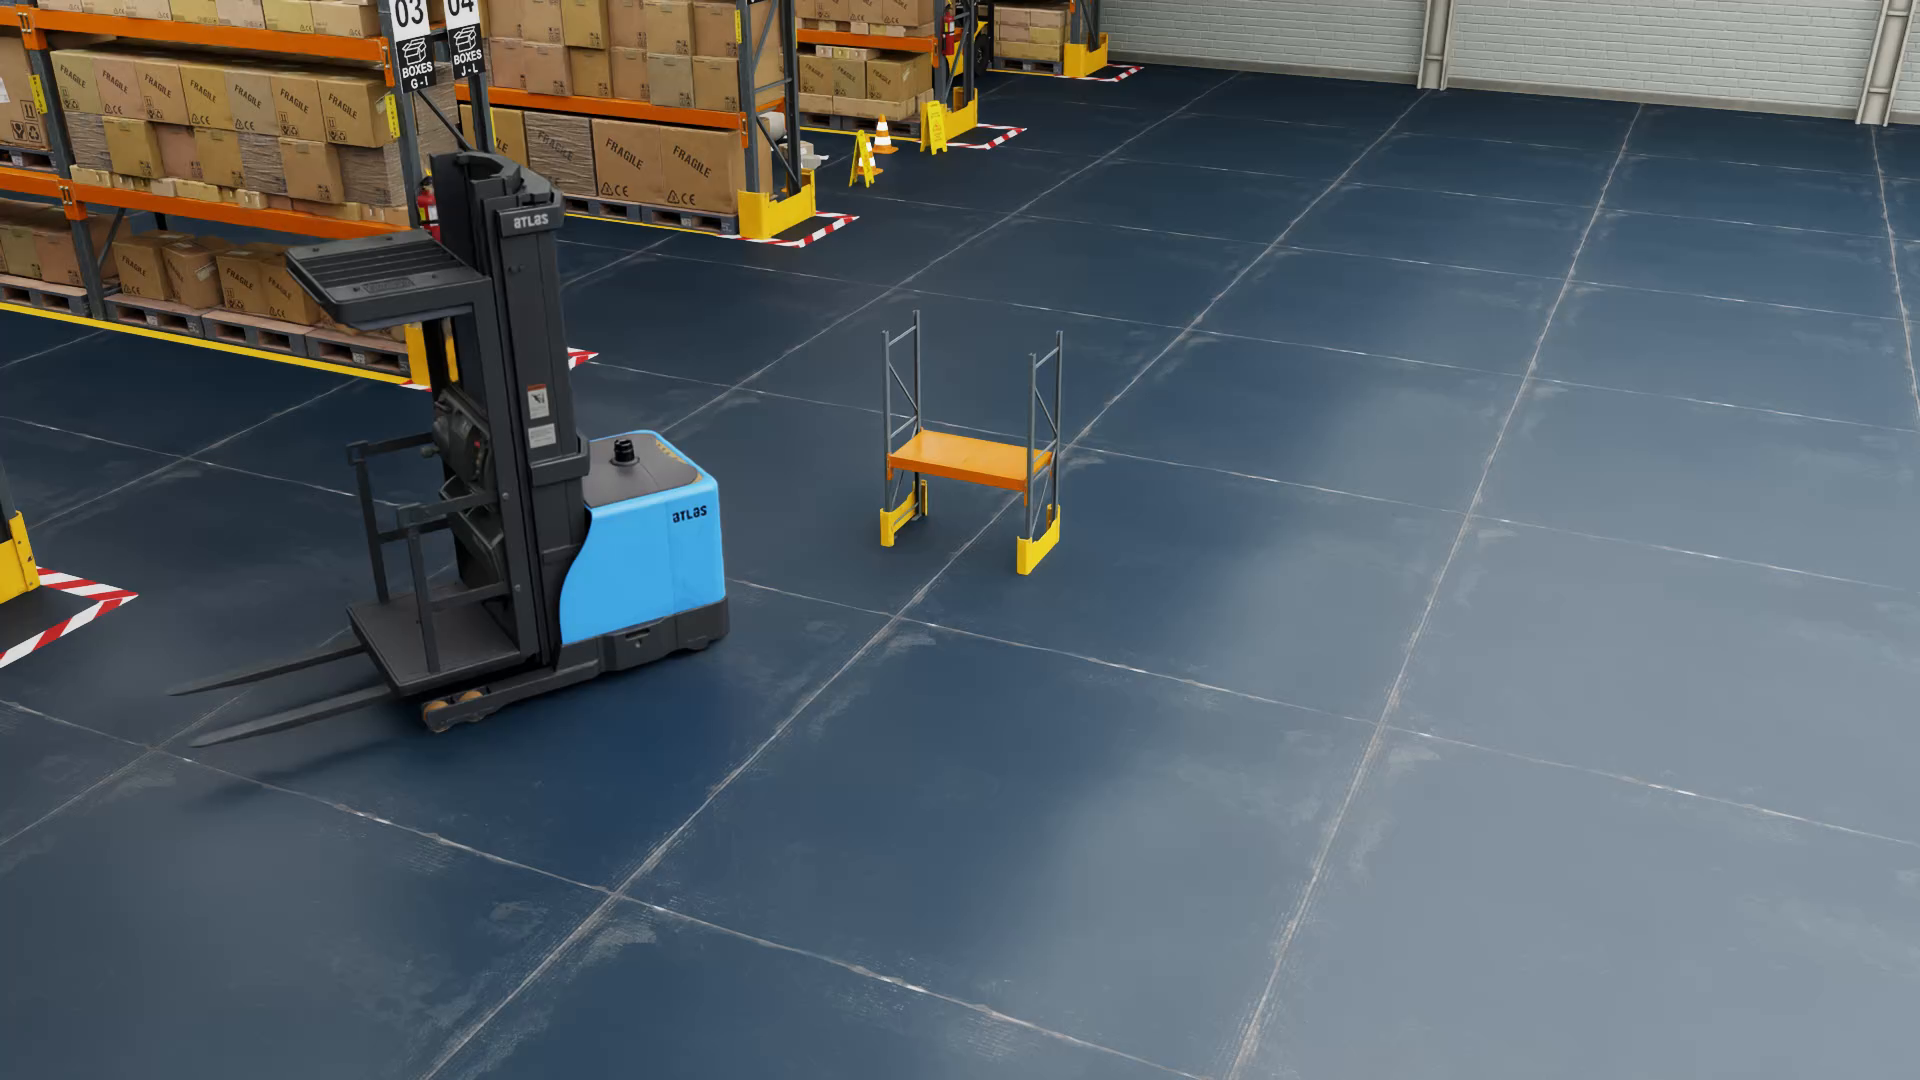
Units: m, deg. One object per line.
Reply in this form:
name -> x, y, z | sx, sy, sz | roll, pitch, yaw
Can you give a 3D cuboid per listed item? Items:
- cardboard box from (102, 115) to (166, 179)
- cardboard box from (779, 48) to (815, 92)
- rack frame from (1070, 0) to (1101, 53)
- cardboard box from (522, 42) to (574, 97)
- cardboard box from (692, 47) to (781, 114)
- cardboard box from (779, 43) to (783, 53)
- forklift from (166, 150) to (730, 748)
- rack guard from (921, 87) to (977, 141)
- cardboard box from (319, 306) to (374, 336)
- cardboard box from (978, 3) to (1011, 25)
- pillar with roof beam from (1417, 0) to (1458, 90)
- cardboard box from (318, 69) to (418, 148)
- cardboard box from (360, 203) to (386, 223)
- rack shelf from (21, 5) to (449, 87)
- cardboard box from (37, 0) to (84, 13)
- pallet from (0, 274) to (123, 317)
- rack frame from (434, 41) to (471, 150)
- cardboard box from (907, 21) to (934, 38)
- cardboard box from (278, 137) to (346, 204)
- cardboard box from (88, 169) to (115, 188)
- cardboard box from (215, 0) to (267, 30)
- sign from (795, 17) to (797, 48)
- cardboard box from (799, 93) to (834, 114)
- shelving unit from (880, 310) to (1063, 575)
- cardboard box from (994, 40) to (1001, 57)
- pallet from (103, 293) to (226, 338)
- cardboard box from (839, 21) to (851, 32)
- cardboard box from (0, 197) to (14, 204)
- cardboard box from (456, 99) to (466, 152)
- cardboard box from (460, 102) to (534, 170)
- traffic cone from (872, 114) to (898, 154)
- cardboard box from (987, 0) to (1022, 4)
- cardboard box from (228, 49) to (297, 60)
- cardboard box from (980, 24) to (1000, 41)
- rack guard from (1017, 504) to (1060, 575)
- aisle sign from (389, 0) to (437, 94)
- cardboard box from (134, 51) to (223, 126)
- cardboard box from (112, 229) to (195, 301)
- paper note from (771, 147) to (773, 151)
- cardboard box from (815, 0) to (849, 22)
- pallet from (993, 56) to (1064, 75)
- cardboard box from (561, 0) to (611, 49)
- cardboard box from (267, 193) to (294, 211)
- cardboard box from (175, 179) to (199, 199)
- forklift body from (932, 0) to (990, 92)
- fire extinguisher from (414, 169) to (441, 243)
cardboard box -> -6.991, -3.556, 14.697 | 0.500, 0.500, 0.875 | 11, 28, 22
cardboard box -> -2.324, -6.461, 22.836 | 0.500, 0.500, 0.500 | 13, 29, 24
rack frame -> 1.980, -8.840, 25.880 | 0.127, 3.000, 1.000 | 11, 28, 22
cardboard box -> -4.376, -5.334, 18.587 | 0.550, 0.550, 0.875 | 11, 28, 22
cardboard box -> -2.385, -4.952, 17.812 | 0.550, 0.550, 0.875 | 11, 28, 22
cardboard box -> -2.484, -6.753, 22.694 | 0.250, 0.149, 0.380 | 13, 29, 25
forklift -> -2.905, -0.523, 9.064 | 3.031, 2.935, 1.130 | -16, 30, -29
rack guard -> -0.141, -5.736, 22.405 | 0.348, 0.500, 1.175 | 11, 28, 22
cardboard box -> -5.294, -2.143, 14.630 | 0.500, 0.500, 0.500 | 20, 33, 35
cardboard box -> 0.501, -8.382, 26.454 | 0.500, 0.250, 0.500 | 12, 29, 22
pillar with roof beam -> 5.399, -9.194, 19.805 | 0.400, 9.000, 9.100 | 11, 28, 22
cardboard box -> -4.777, -3.487, 13.425 | 0.500, 0.500, 0.500 | 11, 28, 22
cardboard box -> -4.746, -2.762, 13.817 | 0.250, 0.149, 0.380 | 11, 28, 22
rack shelf -> -5.995, -4.248, 13.970 | 4.000, 0.370, 1.077 | 11, 28, 22
cardboard box -> -7.511, -4.684, 14.211 | 0.500, 0.250, 0.500 | 10, 28, 20
pallet -> -8.524, -2.481, 16.120 | 1.213, 0.211, 1.003 | 11, 28, 22
rack frame -> -5.670, -5.566, 19.230 | 0.127, 3.000, 1.000 | 11, 28, 22
cardboard box -> -0.501, -6.714, 21.844 | 0.250, 0.149, 0.380 | 12, 29, 24
cardboard box -> -5.168, -3.192, 13.958 | 0.500, 0.500, 0.875 | 11, 28, 22
cardboard box -> -7.522, -3.267, 14.843 | 0.250, 0.149, 0.380 | 11, 28, 22
cardboard box -> -5.637, -4.311, 13.454 | 0.500, 0.250, 0.500 | 12, 29, 23
sign -> -1.794, -5.481, 17.987 | 0.005, 0.325, 0.100 | 11, 28, 22
cardboard box -> -1.866, -6.030, 22.808 | 0.500, 0.250, 0.500 | 10, 28, 20
shelving unit -> 0.069, -0.659, 10.960 | 1.083, 1.500, 0.587 | 11, 28, 22
cardboard box -> 0.521, -7.944, 26.696 | 0.500, 0.250, 0.500 | 12, 29, 22
pallet -> -7.189, -2.231, 15.612 | 1.213, 0.211, 1.003 | 11, 28, 22
cardboard box -> -1.424, -6.909, 22.241 | 0.250, 0.149, 0.380 | 12, 29, 23
cardboard box -> -9.809, -3.086, 16.524 | 0.500, 0.500, 0.700 | 14, 29, 26
cardboard box -> -6.272, -4.823, 19.791 | 0.750, 0.750, 1.050 | 11, 28, 22
cardboard box -> -5.126, -4.658, 19.316 | 0.875, 0.875, 0.875 | 12, 29, 23
traffic cone -> -0.997, -5.266, 21.491 | 0.334, 0.463, 0.336 | 11, 28, 22
cardboard box -> 0.713, -8.593, 26.884 | 0.500, 0.250, 0.500 | 11, 28, 21
cardboard box -> -5.927, -3.970, 14.406 | 0.500, 0.500, 0.500 | 11, 28, 22
cardboard box -> 0.476, -8.165, 26.579 | 0.500, 0.250, 0.500 | 11, 28, 21
rack guard -> 0.523, -0.007, 11.051 | 0.087, 0.250, 0.587 | 11, 28, 22
aisle sign -> -4.242, -3.894, 12.889 | 0.004, 0.787, 0.394 | 11, 28, 22
cardboard box -> -6.600, -3.850, 14.163 | 0.500, 0.500, 0.500 | 11, 28, 22
cardboard box -> -7.468, -2.568, 15.495 | 0.500, 0.500, 0.500 | 10, 28, 20
paper note -> -2.467, -5.095, 21.646 | 0.142, 0.019, 0.148 | 23, 35, 39
cardboard box -> -1.588, -7.197, 22.092 | 0.500, 0.500, 0.500 | 11, 28, 22
pallet -> 1.266, -7.712, 26.745 | 1.213, 0.211, 1.003 | 11, 28, 22
cardboard box -> -3.879, -5.735, 18.181 | 0.500, 0.550, 0.875 | 11, 28, 22
cardboard box -> -5.663, -2.938, 14.175 | 0.250, 0.149, 0.380 | 11, 28, 22
cardboard box -> -6.596, -3.099, 14.502 | 0.250, 0.149, 0.380 | 11, 28, 22
forklift body -> -0.502, -8.073, 25.281 | 1.214, 2.155, 2.313 | 11, 28, 22
fire extinguisher -> -4.260, -2.618, 13.329 | 0.183, 0.674, 0.296 | 11, 28, 22
